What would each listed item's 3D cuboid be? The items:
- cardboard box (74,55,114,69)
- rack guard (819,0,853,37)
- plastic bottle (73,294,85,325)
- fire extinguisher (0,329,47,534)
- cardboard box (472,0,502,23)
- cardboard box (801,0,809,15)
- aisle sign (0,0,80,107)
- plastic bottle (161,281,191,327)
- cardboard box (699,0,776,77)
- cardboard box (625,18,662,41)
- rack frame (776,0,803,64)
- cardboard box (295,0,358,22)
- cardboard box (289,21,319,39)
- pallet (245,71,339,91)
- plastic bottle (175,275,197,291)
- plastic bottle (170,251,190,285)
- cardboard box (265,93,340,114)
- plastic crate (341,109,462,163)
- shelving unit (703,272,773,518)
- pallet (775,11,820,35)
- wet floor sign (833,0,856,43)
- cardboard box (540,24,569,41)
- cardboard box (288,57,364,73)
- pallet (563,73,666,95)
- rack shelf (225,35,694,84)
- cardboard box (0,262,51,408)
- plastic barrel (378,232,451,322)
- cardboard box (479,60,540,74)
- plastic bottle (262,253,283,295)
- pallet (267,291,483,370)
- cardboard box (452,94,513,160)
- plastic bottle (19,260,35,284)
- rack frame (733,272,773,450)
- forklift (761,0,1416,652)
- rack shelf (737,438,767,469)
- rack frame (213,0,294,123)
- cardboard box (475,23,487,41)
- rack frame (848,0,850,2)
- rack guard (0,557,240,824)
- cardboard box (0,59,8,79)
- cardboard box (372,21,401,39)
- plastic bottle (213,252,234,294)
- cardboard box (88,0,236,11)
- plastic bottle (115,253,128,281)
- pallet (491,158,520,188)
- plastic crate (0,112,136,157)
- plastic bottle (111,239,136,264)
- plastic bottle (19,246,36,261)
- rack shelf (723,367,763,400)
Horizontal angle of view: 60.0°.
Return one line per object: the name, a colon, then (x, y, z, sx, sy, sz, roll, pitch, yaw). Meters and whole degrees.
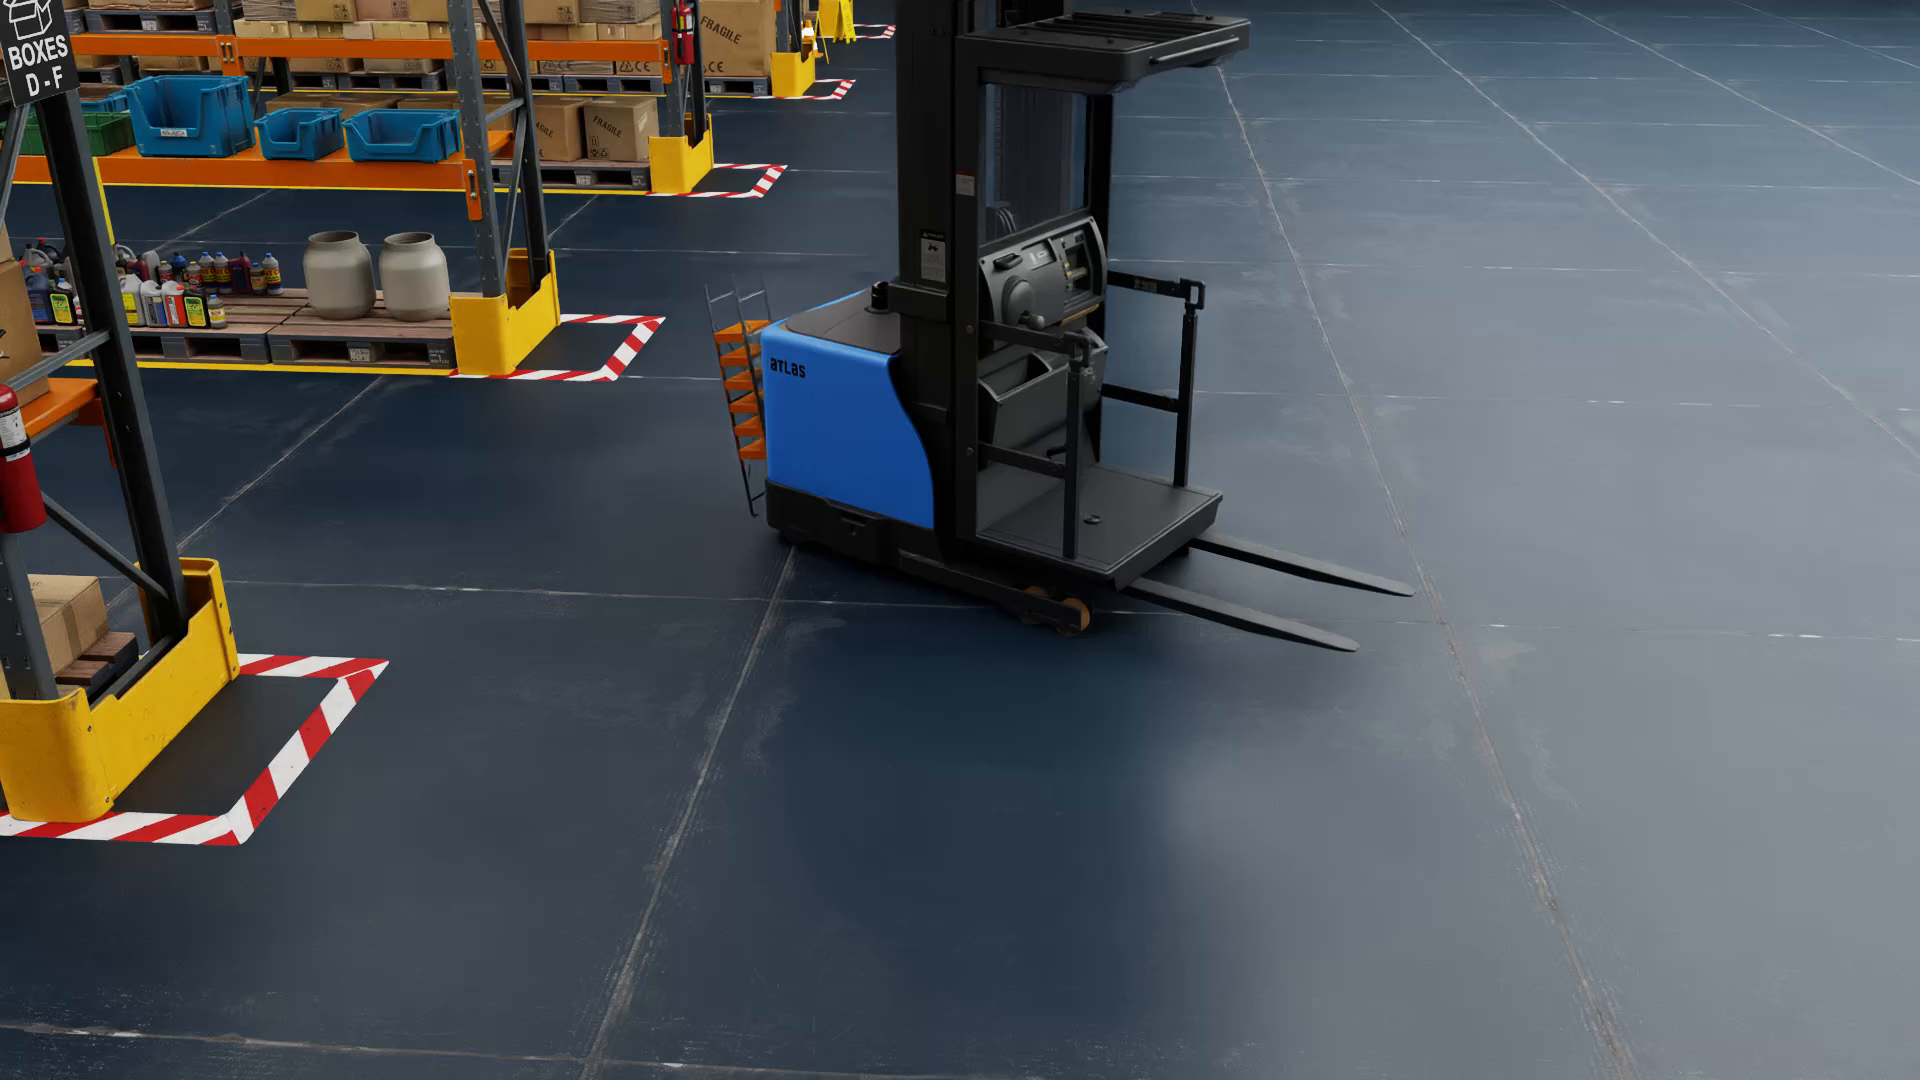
cardboard box: (-10.668, -6.008, 20.145, 0.500, 0.500, 0.500, 2, 25, 4)
rack guard: (-1.813, -7.718, 24.364, 0.348, 0.500, 1.175, 2, 25, 4)
plastic bottle: (-5.622, -1.489, 10.659, 0.097, 0.201, 0.097, 0, 25, 0)
fire extinguisher: (-3.176, -0.359, 5.474, 0.183, 0.674, 0.296, 2, 25, 4)
cardboard box: (-4.045, -4.930, 14.840, 0.500, 0.500, 0.875, 2, 25, 4)
cardboard box: (-2.521, -7.934, 24.630, 0.500, 0.250, 0.500, 2, 25, 4)
aisle sign: (-3.169, -1.899, 5.617, 0.004, 0.787, 0.394, 2, 25, 4)
plastic bottle: (-4.989, -1.514, 10.624, 0.135, 0.276, 0.152, 2, 25, 4)
cardboard box: (-2.697, -6.004, 19.689, 0.875, 0.875, 0.875, 2, 25, 4)
cardboard box: (-2.796, -4.530, 14.745, 0.250, 0.149, 0.380, 2, 25, 4)
rack frame: (-2.016, -6.785, 19.345, 0.127, 3.000, 1.000, 2, 25, 4)
cardboard box: (-5.545, -4.958, 14.901, 0.500, 0.500, 0.875, 2, 25, 4)
cardboard box: (-5.793, -4.592, 14.882, 0.250, 0.149, 0.380, 2, 25, 4)
pallet: (-7.999, -5.677, 20.274, 1.213, 0.211, 1.003, 2, 25, 4)
plastic bottle: (-4.982, -1.562, 10.719, 0.133, 0.283, 0.061, 2, 25, 4)
plastic bottle: (-5.303, -1.825, 11.305, 0.097, 0.271, 0.097, 0, 25, 0)
cardboard box: (-6.089, -3.874, 15.509, 0.500, 0.500, 0.500, 1, 25, 2)
plastic crate: (-3.397, -2.480, 10.168, 0.616, 0.251, 0.499, 2, 25, 4)
shelving unit: (-1.010, -0.710, 8.278, 0.189, 1.200, 0.258, 3, 23, 31)
pallet: (-2.621, -7.627, 24.513, 1.213, 0.211, 1.003, 2, 25, 4)
wet floor sign: (-1.630, -7.329, 23.346, 0.232, 0.644, 0.267, 11, 27, 22)
cardboard box: (-3.547, -4.539, 14.765, 0.250, 0.149, 0.380, 2, 25, 4)
cardboard box: (-7.591, -6.096, 20.038, 0.750, 0.750, 1.050, 2, 25, 4)
pallet: (-4.032, -5.551, 20.000, 1.213, 0.211, 1.003, 2, 25, 4)
rack shelf: (-4.490, -4.458, 15.149, 4.000, 0.370, 1.077, 2, 25, 4)
cardboard box: (-3.723, -0.658, 5.910, 0.500, 0.500, 0.700, 2, 25, 4)
plastic barrel: (-3.537, -1.706, 10.782, 0.421, 0.512, 0.421, 0, 25, 0)
cardboard box: (-5.382, -6.089, 19.873, 0.875, 0.875, 0.875, 2, 25, 5)
plastic bottle: (-4.659, -1.805, 11.260, 0.097, 0.271, 0.097, 0, 25, 0)
pallet: (-3.764, -1.401, 10.980, 1.213, 0.211, 1.003, 2, 25, 4)
cardboard box: (-4.339, -3.836, 15.424, 0.500, 0.500, 0.500, 4, 25, 9)
plastic bottle: (-6.079, -1.642, 10.812, 0.185, 0.351, 0.144, 2, 25, 4)
rack frame: (-0.931, -0.706, 8.231, 0.006, 1.200, 0.240, 3, 23, 31)
forklift: (0.544, -1.161, 7.205, 3.031, 2.935, 1.130, 16, 29, 32)
rack shelf: (-0.966, -0.446, 8.373, 0.180, 0.103, 0.258, 3, 23, 31)
rack frame: (-6.484, -4.849, 15.138, 0.127, 3.000, 1.000, 2, 25, 4)
cardboard box: (-4.300, -4.534, 14.754, 0.250, 0.149, 0.380, 2, 25, 4)
rack frame: (-1.737, -8.851, 23.836, 0.127, 3.000, 1.000, 2, 25, 4)
rack guard: (-3.234, 0.544, 6.408, 0.348, 0.500, 1.175, 2, 25, 4)
cardboard box: (-9.273, -4.360, 15.643, 0.500, 0.250, 0.500, 5, 25, 10)
cardboard box: (-5.045, -4.573, 14.838, 0.250, 0.149, 0.380, 2, 25, 4)
plastic bottle: (-5.001, -1.816, 11.284, 0.097, 0.271, 0.097, 0, 25, 0)
cardboard box: (-7.266, -5.396, 15.107, 1.000, 1.000, 1.000, 2, 25, 4)
plastic bottle: (-5.668, -1.790, 11.213, 0.133, 0.283, 0.061, 2, 25, 4)
pallet: (-4.592, -3.537, 15.624, 1.213, 0.211, 1.003, 2, 25, 4)
plastic crate: (-5.532, -2.527, 10.346, 0.662, 0.188, 0.450, 2, 25, 4)
plastic bottle: (-5.686, -1.864, 11.294, 0.185, 0.351, 0.144, 2, 25, 4)
plastic bottle: (-6.359, -1.872, 11.393, 0.133, 0.283, 0.061, 3, 25, 7)
rack shelf: (-1.021, -0.780, 8.252, 0.180, 0.103, 0.258, 3, 23, 31)
